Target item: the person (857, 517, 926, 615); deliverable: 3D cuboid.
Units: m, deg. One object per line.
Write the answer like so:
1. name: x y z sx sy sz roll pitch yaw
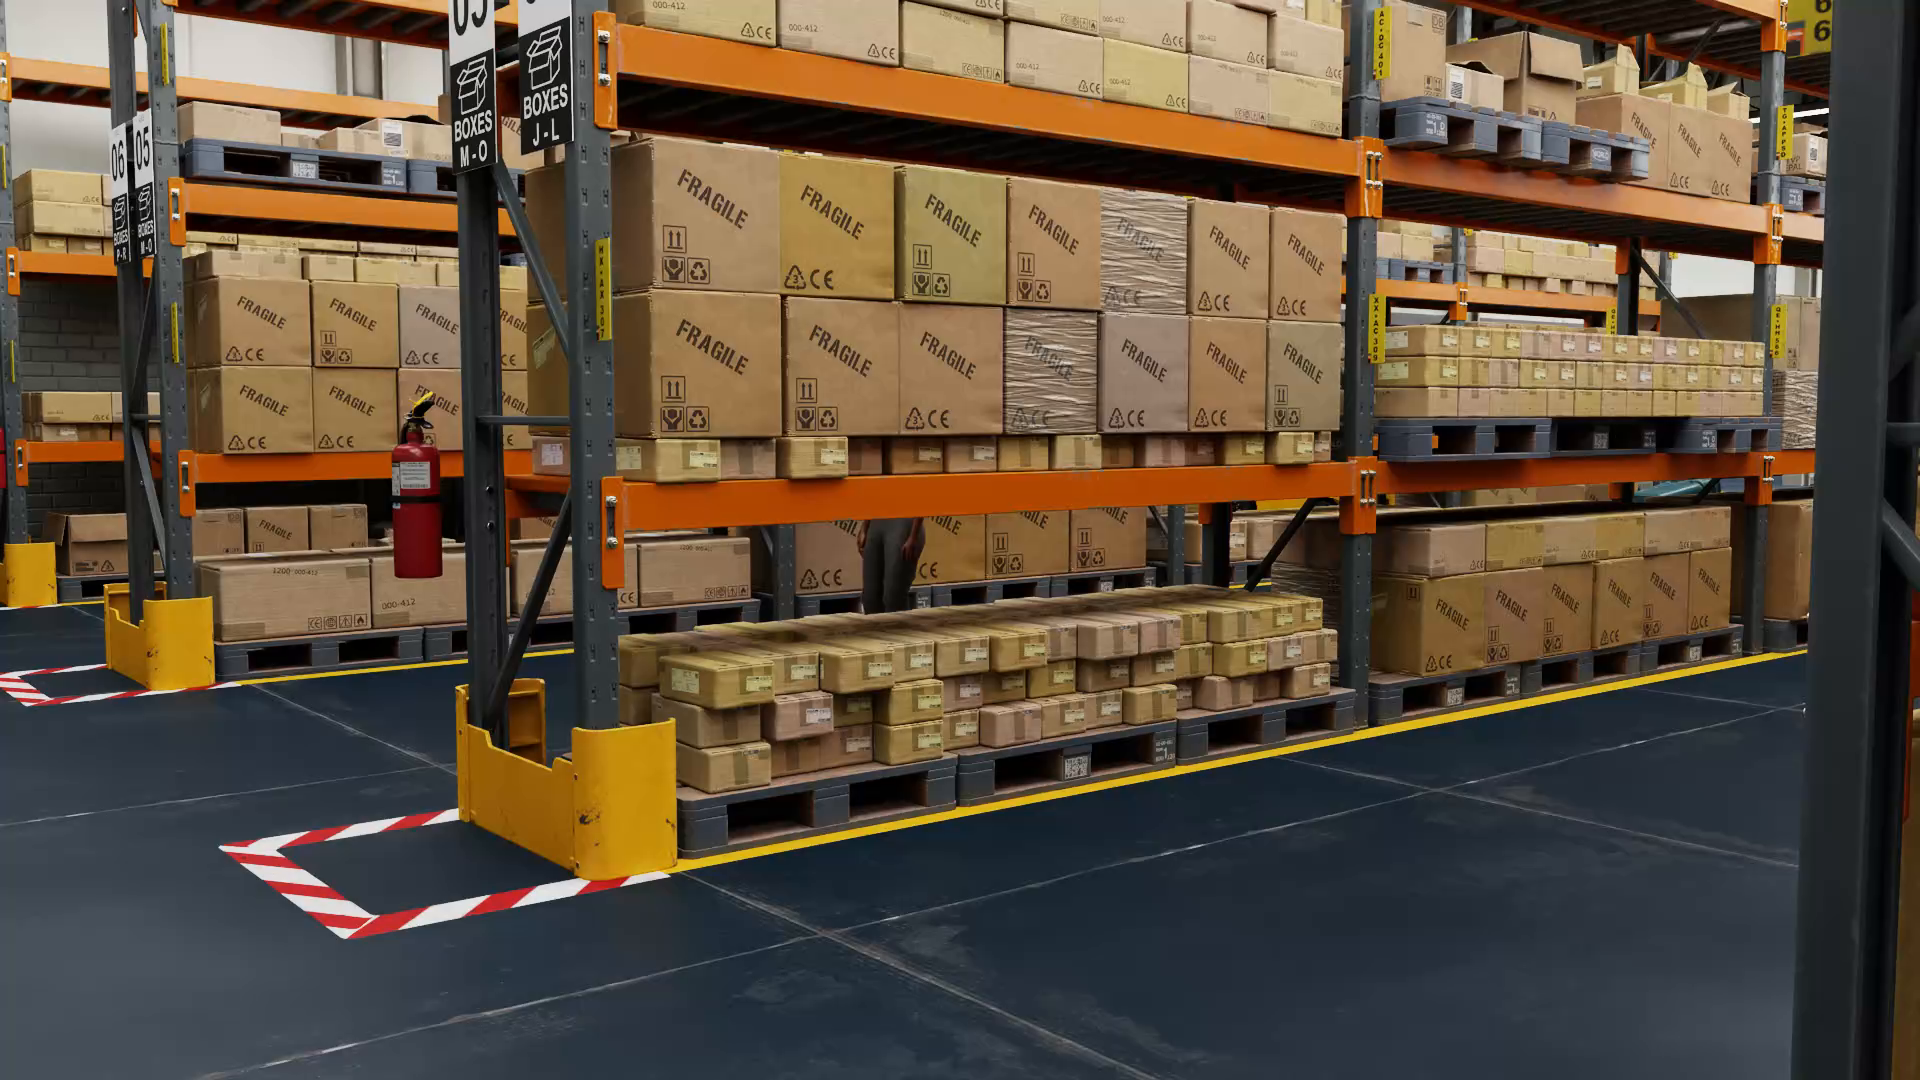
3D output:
1. person: -0.418 -0.018 9.511 0.393 1.655 0.522 -4 6 -40
